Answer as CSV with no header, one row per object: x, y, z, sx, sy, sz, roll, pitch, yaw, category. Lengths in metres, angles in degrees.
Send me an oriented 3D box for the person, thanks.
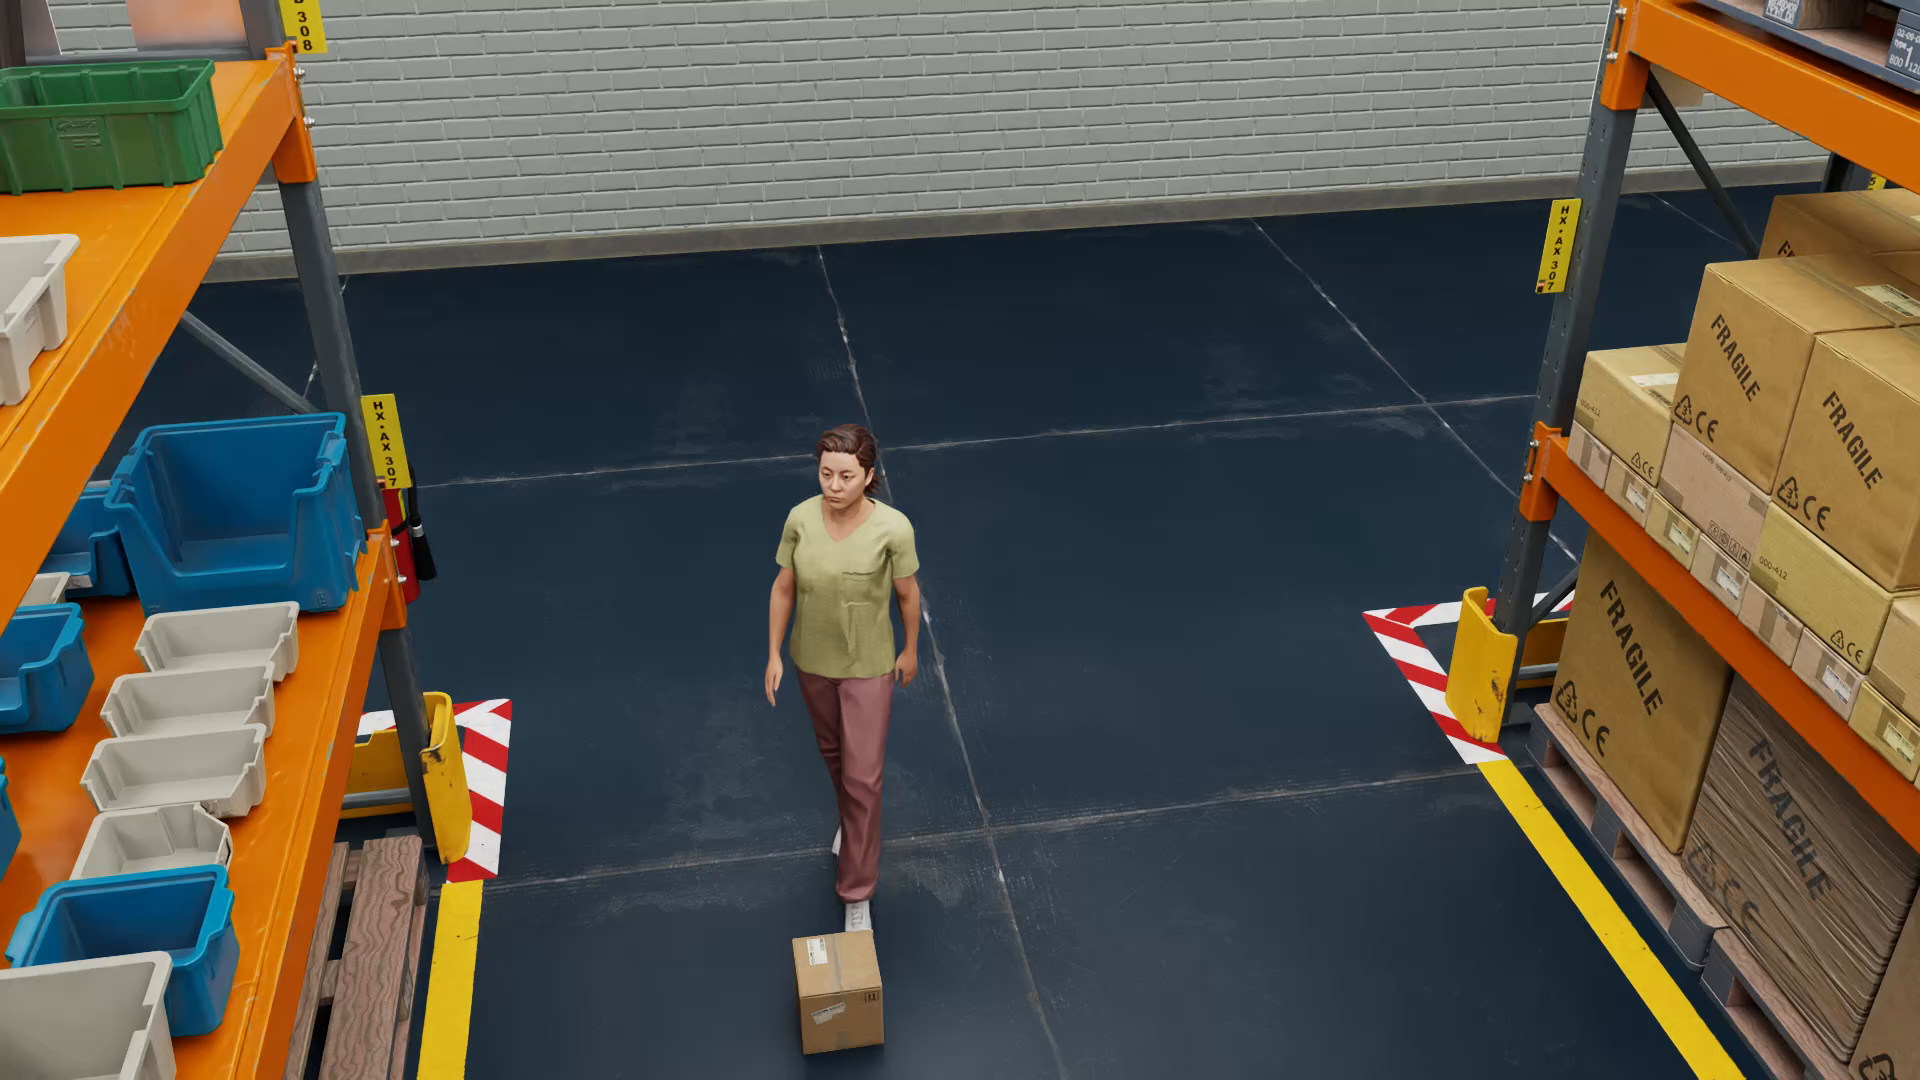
-0.413,0.457,5.370,0.461,1.693,0.694,10,32,16,person
